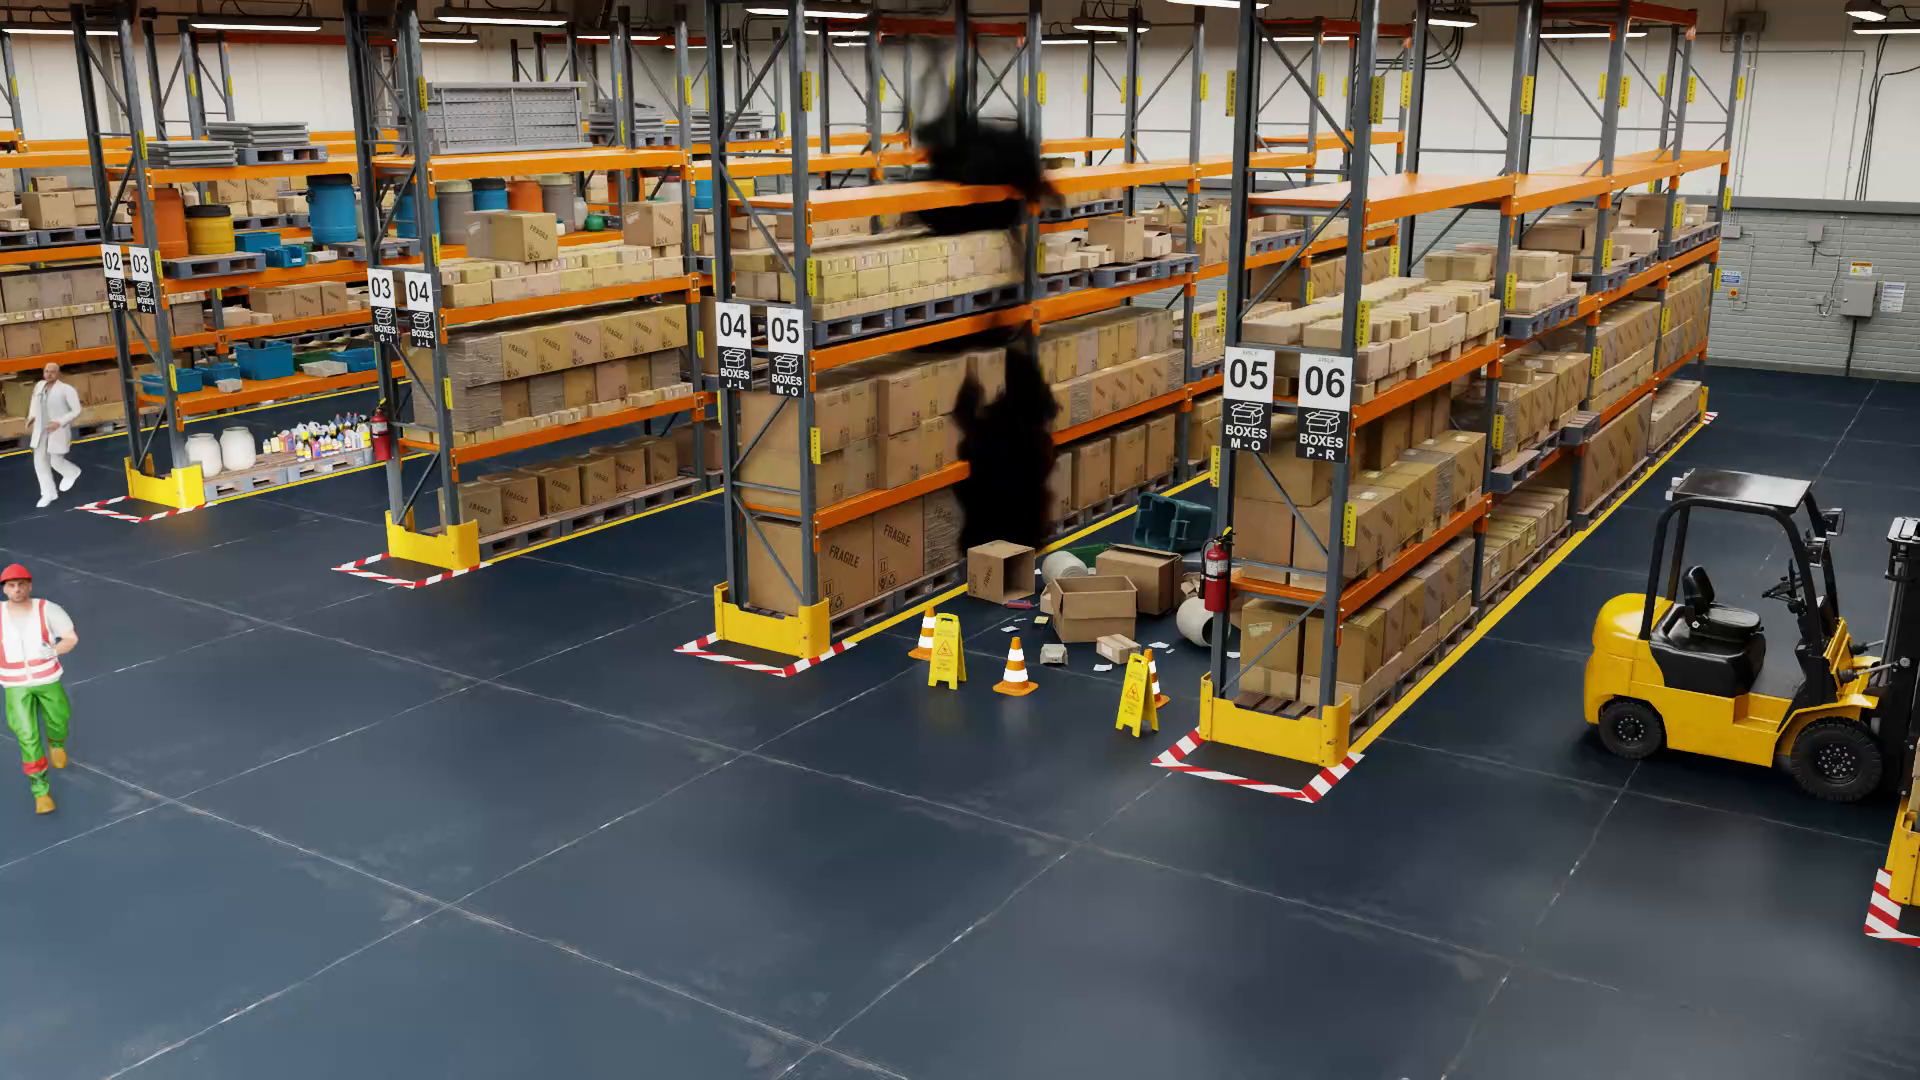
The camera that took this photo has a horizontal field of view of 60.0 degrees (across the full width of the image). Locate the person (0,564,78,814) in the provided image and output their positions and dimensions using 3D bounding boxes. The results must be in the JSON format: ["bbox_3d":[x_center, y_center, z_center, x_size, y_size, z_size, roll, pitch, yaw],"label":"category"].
[{"bbox_3d":[-6.787,1.033,12.160,0.667,1.768,0.967,-9,18,-28],"label":"person"}]

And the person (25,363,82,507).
[{"bbox_3d":[-11.320,-1.358,20.882,0.731,1.767,0.844,1,16,4],"label":"person"}]
